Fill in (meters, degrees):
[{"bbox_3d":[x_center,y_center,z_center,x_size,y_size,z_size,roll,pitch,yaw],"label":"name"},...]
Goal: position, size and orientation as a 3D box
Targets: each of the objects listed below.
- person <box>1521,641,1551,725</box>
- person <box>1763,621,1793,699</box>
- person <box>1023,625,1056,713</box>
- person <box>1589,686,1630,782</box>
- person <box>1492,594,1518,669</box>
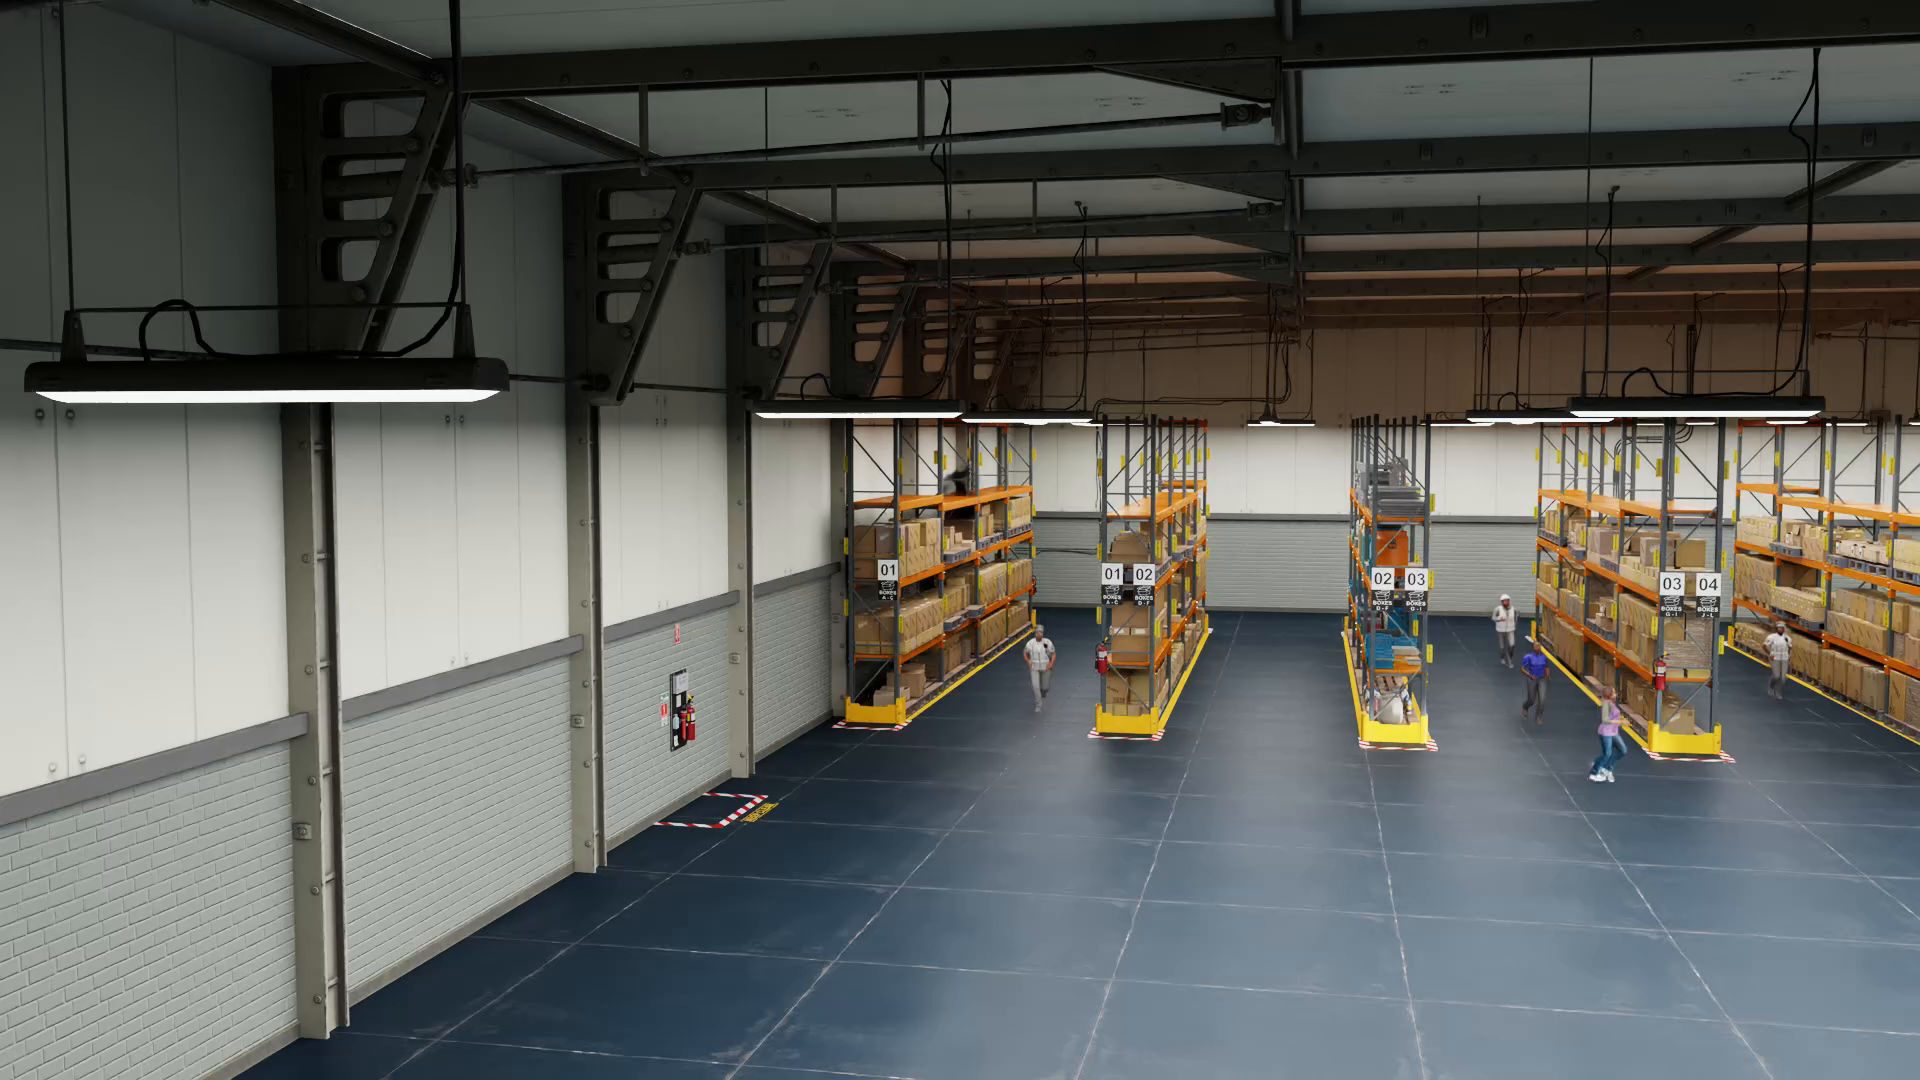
[{"bbox_3d":[11.213,2.762,32.360,0.578,1.606,0.643,0,4,-2],"label":"person"},{"bbox_3d":[17.365,2.546,35.218,0.567,1.651,0.558,1,4,9],"label":"person"},{"bbox_3d":[1.621,2.614,33.968,0.666,1.758,0.813,0,4,-1],"label":"person"},{"bbox_3d":[10.507,3.138,26.836,0.650,1.577,0.500,3,5,40],"label":"person"},{"bbox_3d":[13.084,2.194,39.922,0.640,1.795,0.777,1,4,11],"label":"person"}]
